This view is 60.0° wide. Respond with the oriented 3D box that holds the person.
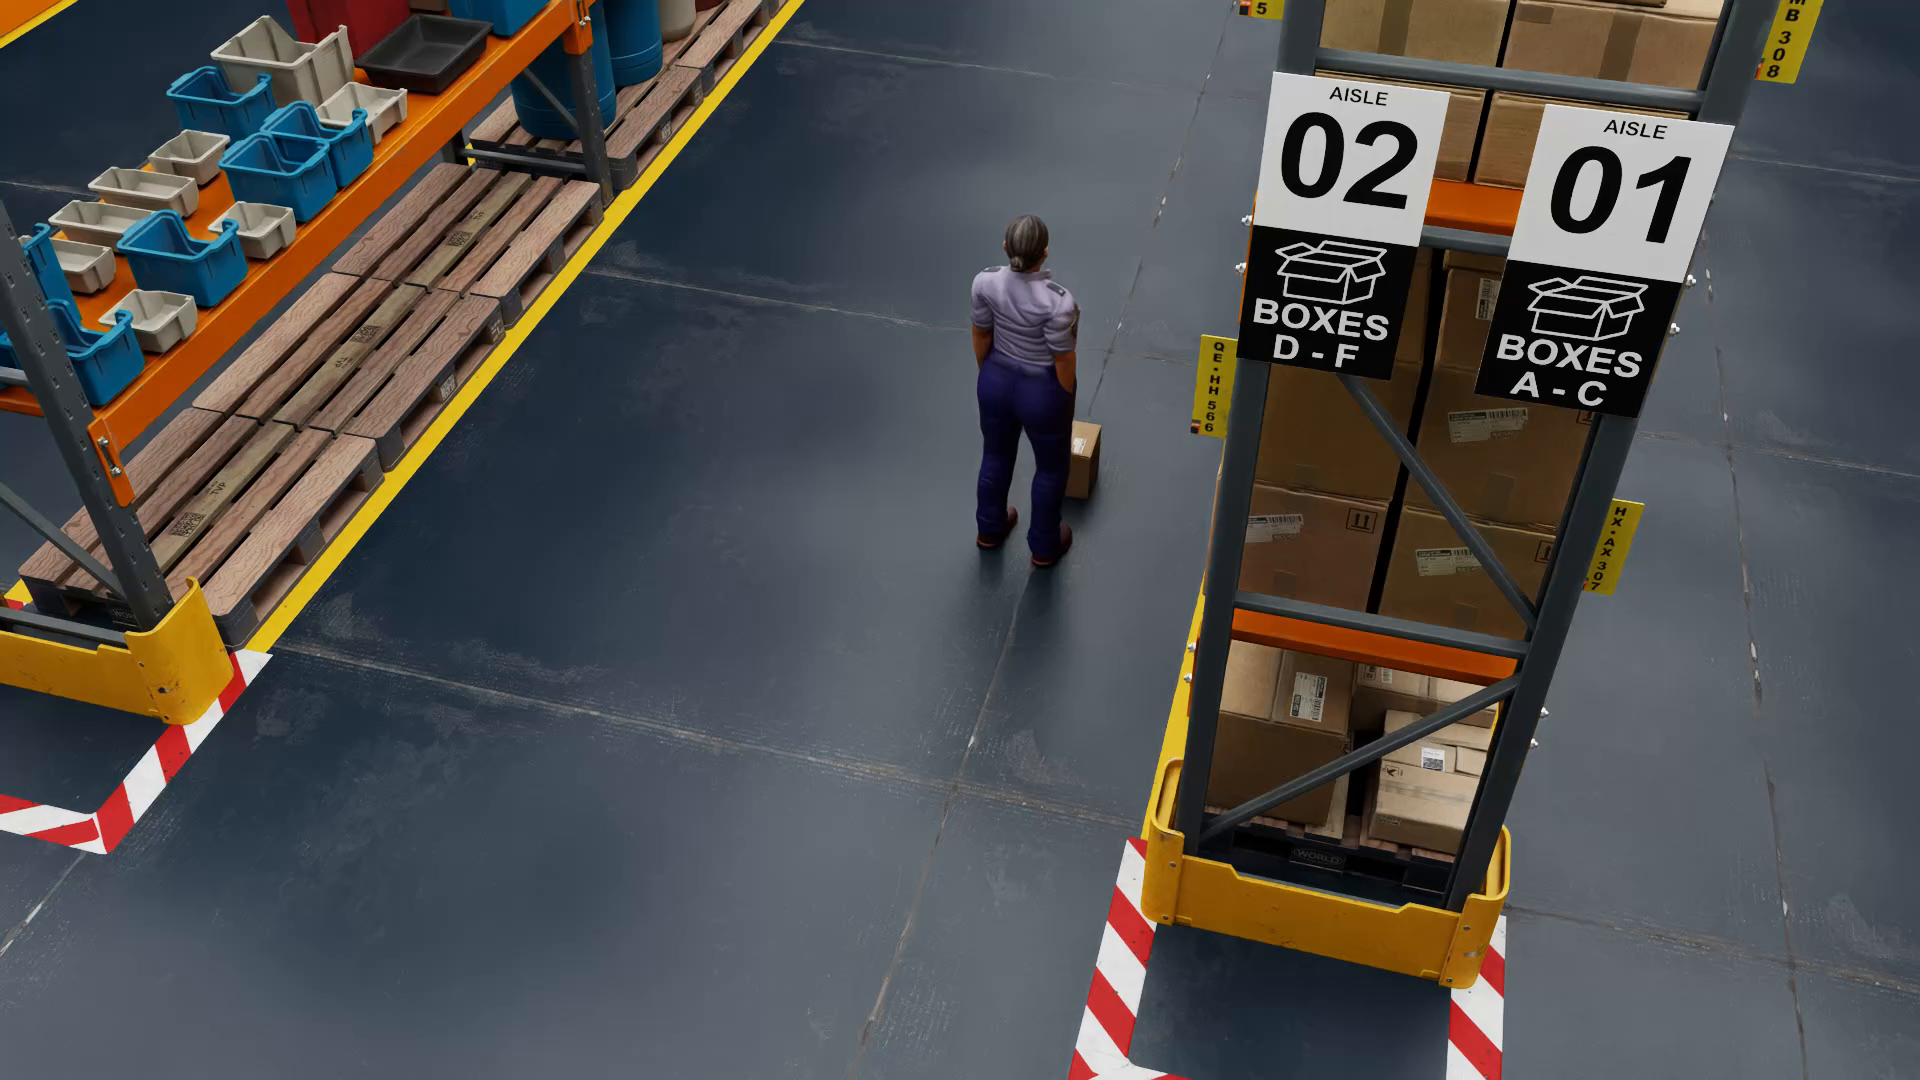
[{"bbox_3d":[0.272,-0.628,6.888,0.467,1.649,0.332,20,45,21],"label":"person"}]
